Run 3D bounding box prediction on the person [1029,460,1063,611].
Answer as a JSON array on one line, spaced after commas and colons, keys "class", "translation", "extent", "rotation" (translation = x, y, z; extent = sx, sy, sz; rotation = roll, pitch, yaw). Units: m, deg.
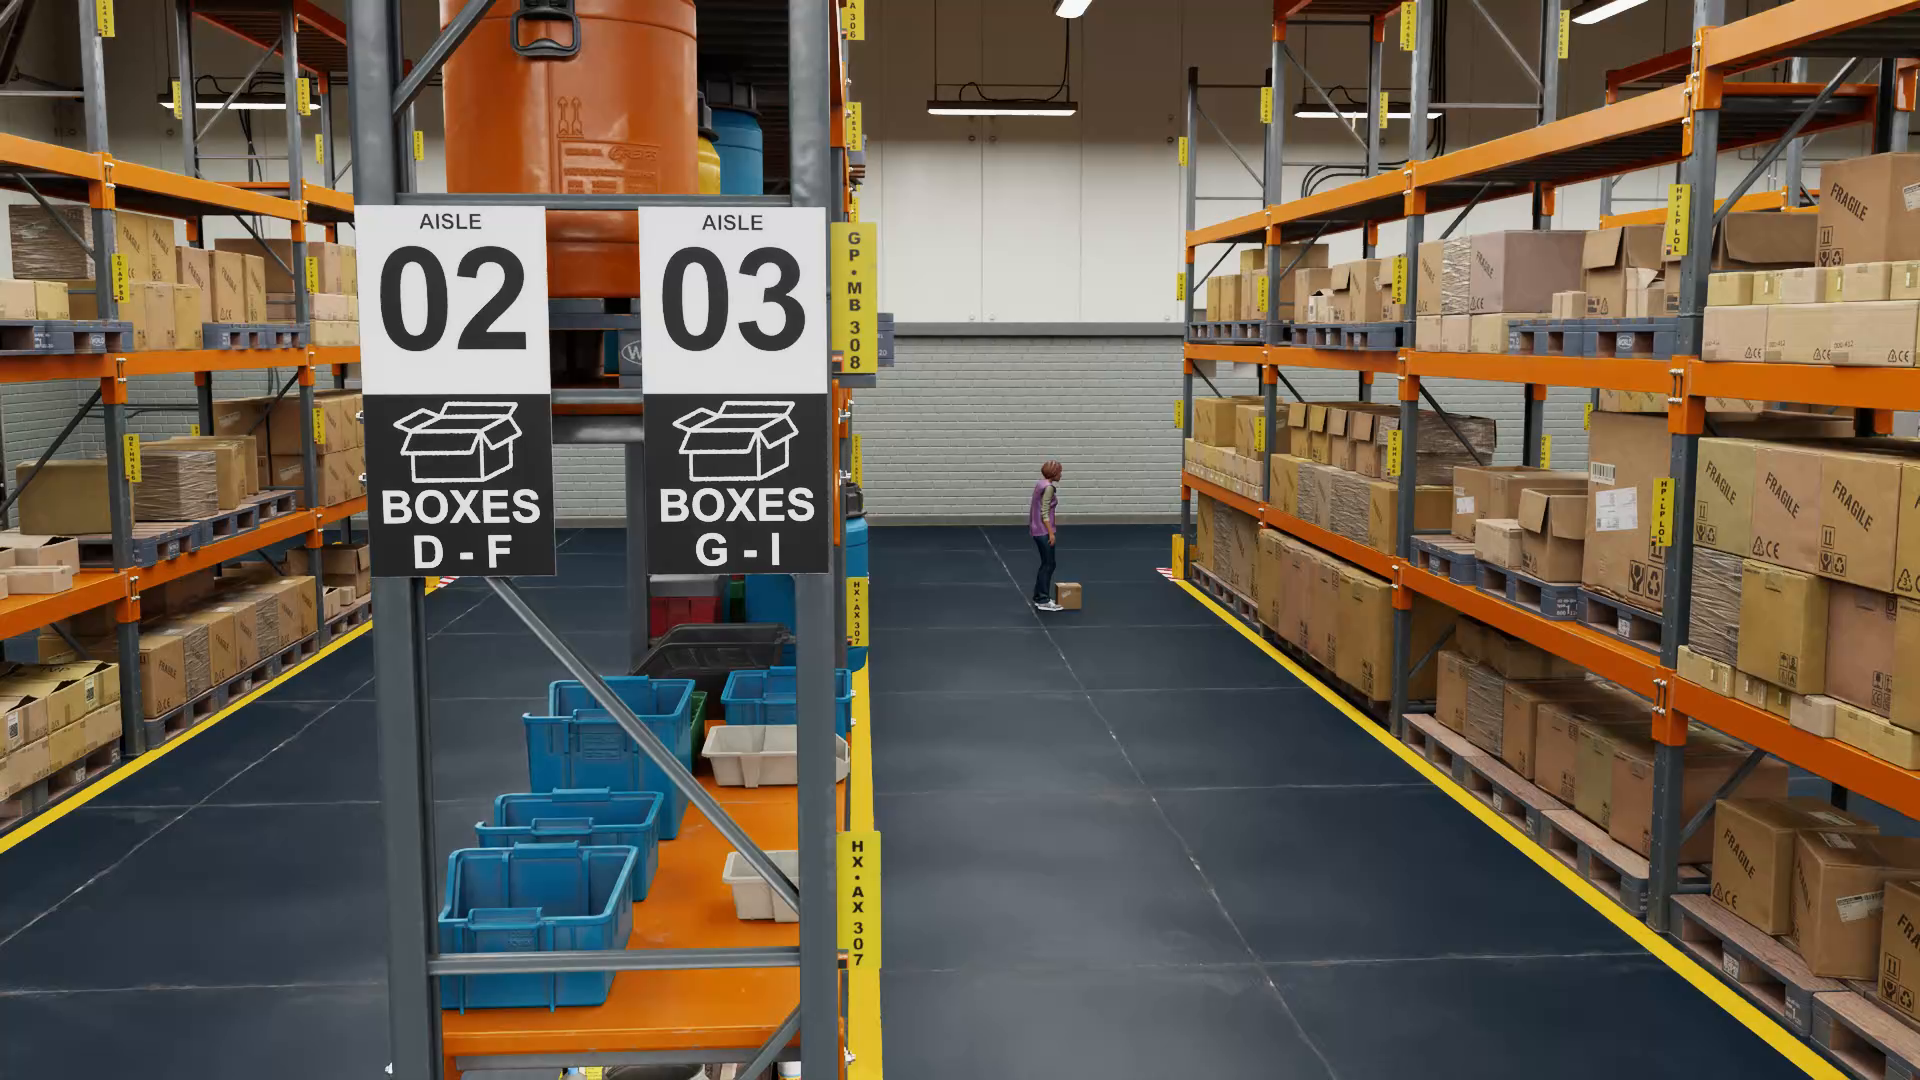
[{"class": "person", "translation": [0.920, -0.060, 17.781], "extent": [0.343, 1.593, 0.461], "rotation": [0, 7, -3]}]
